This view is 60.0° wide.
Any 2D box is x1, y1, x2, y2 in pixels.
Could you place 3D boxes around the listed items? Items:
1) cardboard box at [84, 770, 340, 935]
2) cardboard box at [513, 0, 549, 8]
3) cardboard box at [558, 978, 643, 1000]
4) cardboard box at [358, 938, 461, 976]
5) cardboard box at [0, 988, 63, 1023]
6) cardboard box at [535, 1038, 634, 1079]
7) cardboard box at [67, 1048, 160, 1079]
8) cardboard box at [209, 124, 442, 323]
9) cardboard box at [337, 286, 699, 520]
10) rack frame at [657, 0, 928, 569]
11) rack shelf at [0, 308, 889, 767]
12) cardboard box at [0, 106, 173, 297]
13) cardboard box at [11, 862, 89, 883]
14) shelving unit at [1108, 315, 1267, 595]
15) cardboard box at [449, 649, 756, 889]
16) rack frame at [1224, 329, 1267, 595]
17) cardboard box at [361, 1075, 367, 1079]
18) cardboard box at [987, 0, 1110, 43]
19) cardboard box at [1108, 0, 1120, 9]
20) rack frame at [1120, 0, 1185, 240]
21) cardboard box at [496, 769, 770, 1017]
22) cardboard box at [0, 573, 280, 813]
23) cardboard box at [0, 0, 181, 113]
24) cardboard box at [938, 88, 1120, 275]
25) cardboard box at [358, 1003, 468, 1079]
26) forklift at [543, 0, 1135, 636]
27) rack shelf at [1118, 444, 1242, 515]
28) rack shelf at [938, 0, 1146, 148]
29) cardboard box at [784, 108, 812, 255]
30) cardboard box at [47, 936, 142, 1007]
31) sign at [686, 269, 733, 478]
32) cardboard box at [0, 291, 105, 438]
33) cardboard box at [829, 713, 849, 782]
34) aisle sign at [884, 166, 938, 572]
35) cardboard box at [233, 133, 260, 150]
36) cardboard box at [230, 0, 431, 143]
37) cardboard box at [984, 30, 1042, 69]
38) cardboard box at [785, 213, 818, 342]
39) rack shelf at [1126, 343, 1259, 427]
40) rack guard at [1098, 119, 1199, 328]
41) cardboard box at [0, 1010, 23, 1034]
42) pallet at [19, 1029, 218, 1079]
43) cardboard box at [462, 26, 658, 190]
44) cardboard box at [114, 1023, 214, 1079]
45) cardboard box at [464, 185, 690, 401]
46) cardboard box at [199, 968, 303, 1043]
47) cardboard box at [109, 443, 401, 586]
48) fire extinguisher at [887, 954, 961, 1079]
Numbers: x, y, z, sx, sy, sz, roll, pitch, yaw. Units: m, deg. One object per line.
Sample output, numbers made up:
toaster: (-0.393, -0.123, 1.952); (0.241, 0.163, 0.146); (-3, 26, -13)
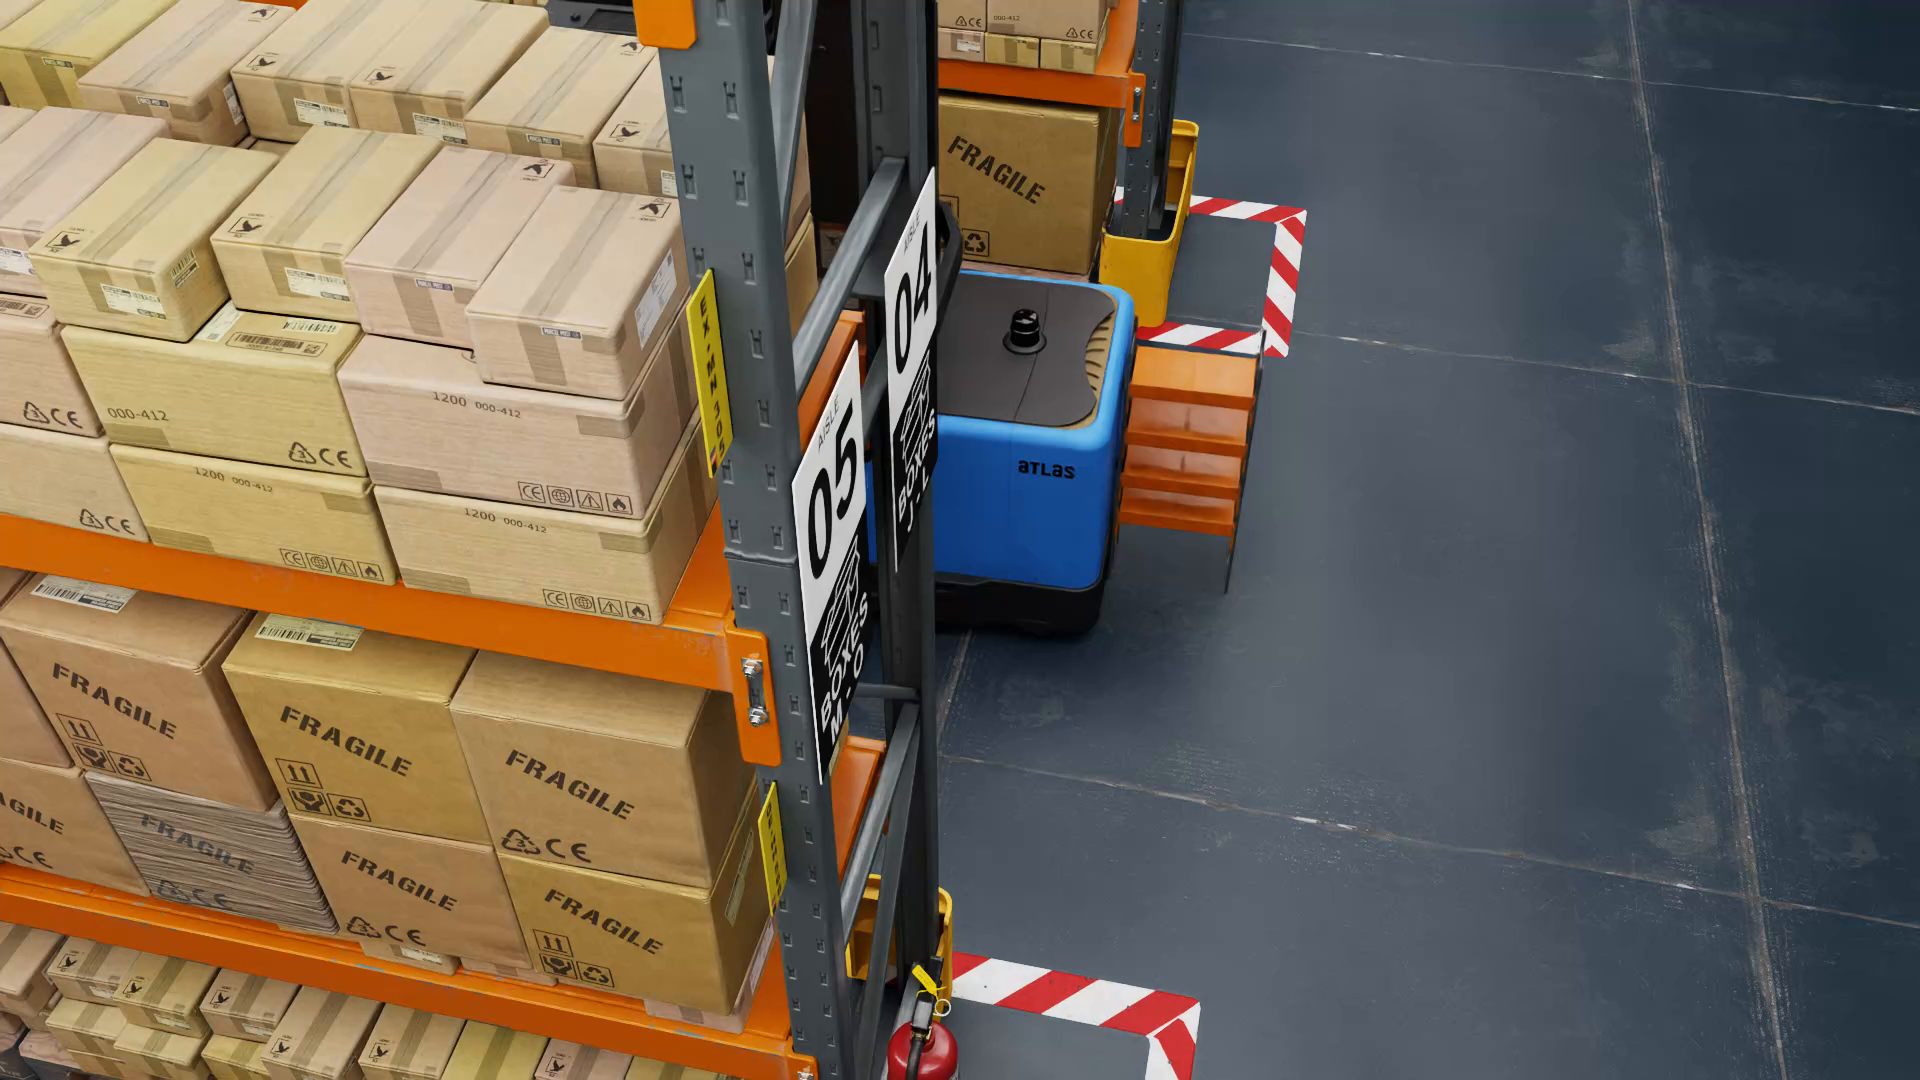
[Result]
cardboard box: (-1.727, 0.593, 4.144); (0.500, 0.500, 0.500); (9, 45, 9)
cardboard box: (-1.969, -2.686, 8.019); (0.250, 0.149, 0.380); (8, 44, 8)
cardboard box: (-0.848, 0.952, 4.240); (0.250, 0.149, 0.380); (9, 45, 9)
cardboard box: (-1.350, 0.901, 4.292); (0.250, 0.149, 0.380); (10, 45, 10)
cardboard box: (-2.815, 1.307, 5.227); (0.250, 0.149, 0.380); (11, 45, 11)
cardboard box: (-1.038, 1.458, 4.856); (0.250, 0.149, 0.380); (10, 45, 10)
cardboard box: (-2.577, 1.494, 5.248); (0.250, 0.149, 0.380); (8, 44, 8)
cardboard box: (-1.092, -0.562, 2.928); (0.250, 0.149, 0.380); (8, 44, 8)
cardboard box: (-0.739, -0.322, 2.966); (0.500, 0.250, 0.500); (8, 44, 8)
rack frame: (-0.234, -1.379, 2.154); (0.127, 3.000, 1.000); (9, 45, 9)
rack shelf: (-2.186, -0.342, 3.758); (4.000, 0.370, 1.077); (9, 45, 9)
cardboard box: (-1.608, -0.608, 2.975); (0.250, 0.149, 0.380); (8, 44, 8)
cardboard box: (-2.365, 0.707, 4.494); (0.250, 0.149, 0.380); (10, 45, 11)
shelving unit: (0.896, -0.315, 6.673); (0.503, 1.200, 0.258); (7, 44, 8)
cardboard box: (-0.735, 0.378, 3.647); (0.500, 0.500, 0.500); (8, 44, 8)
rack frame: (1.135, -0.285, 6.641); (0.015, 1.200, 0.240); (7, 44, 8)
cardboard box: (-1.827, 1.517, 5.009); (0.250, 0.149, 0.380); (9, 45, 10)
cardboard box: (0.417, -2.506, 7.544); (0.500, 0.250, 0.500); (8, 45, 8)
cardboard box: (0.673, -2.746, 8.081); (0.250, 0.149, 0.380); (9, 45, 10)
rack frame: (0.948, -2.559, 7.706); (0.127, 3.000, 1.000); (9, 45, 9)
cardboard box: (-0.729, 0.745, 3.986); (0.500, 0.500, 0.500); (10, 45, 10)
cardboard box: (-1.739, 0.228, 3.802); (0.500, 0.500, 0.500); (11, 45, 11)
cardboard box: (-1.742, -1.022, 3.406); (0.250, 0.149, 0.380); (10, 45, 10)
cardboard box: (0.306, -1.988, 8.341); (0.875, 0.875, 0.875); (9, 45, 9)
cardboard box: (-1.558, 1.423, 4.893); (0.250, 0.149, 0.380); (7, 44, 7)
forklift: (-0.848, -1.165, 6.307); (3.031, 2.935, 1.130); (7, 44, 8)
rack shelf: (0.896, -0.267, 6.719); (0.480, 0.148, 0.258); (7, 44, 8)
rack shelf: (-1.004, -2.603, 8.270); (4.000, 0.370, 1.077); (9, 45, 9)
cardboard box: (-0.615, -0.668, 3.326); (0.500, 0.250, 0.500); (9, 45, 10)
cardboard box: (-2.559, 1.220, 5.103); (0.250, 0.149, 0.380); (7, 44, 7)
sign: (-0.375, -0.245, 2.500); (0.005, 0.325, 0.100); (9, 45, 9)
cardboard box: (-1.738, -0.478, 3.128); (0.500, 0.250, 0.500); (9, 45, 10)
cardboard box: (-0.478, 0.602, 4.603); (0.250, 0.149, 0.380); (8, 45, 9)
aisle sign: (-0.097, -0.346, 3.532); (0.004, 0.787, 0.394); (9, 45, 9)
cardboard box: (-1.605, -0.830, 3.494); (0.500, 0.250, 0.500); (9, 45, 10)
cardboard box: (-1.231, -0.950, 3.331); (0.250, 0.149, 0.380); (9, 45, 10)
cardboard box: (0.274, -2.338, 7.657); (0.250, 0.149, 0.380); (9, 45, 9)
cardboard box: (-0.616, -0.485, 3.496); (0.500, 0.250, 0.500); (10, 45, 11)
rack shelf: (0.896, -0.599, 6.400); (0.480, 0.148, 0.258); (7, 44, 8)
rack guard: (0.971, -1.655, 8.569); (0.348, 0.500, 1.175); (9, 45, 9)
cardboard box: (-3.080, 1.372, 5.374); (0.250, 0.149, 0.380); (8, 44, 8)
pallet: (-2.280, 1.442, 5.559); (1.213, 0.211, 1.003); (9, 45, 9)
cardboard box: (-0.745, -0.822, 3.198); (0.250, 0.149, 0.380); (11, 45, 11)
cardboard box: (-2.348, 1.443, 5.087); (0.250, 0.149, 0.380); (9, 45, 9)
cardboard box: (-0.622, -0.420, 2.780); (0.250, 0.149, 0.380); (8, 45, 9)
cardboard box: (-2.065, 1.305, 5.015); (0.250, 0.149, 0.380); (7, 44, 8)
cardboard box: (-1.235, -0.207, 3.207); (0.500, 0.250, 0.500); (9, 45, 9)
fire extinguisher: (-0.089, 1.295, 4.026); (0.183, 0.674, 0.296); (9, 45, 9)
